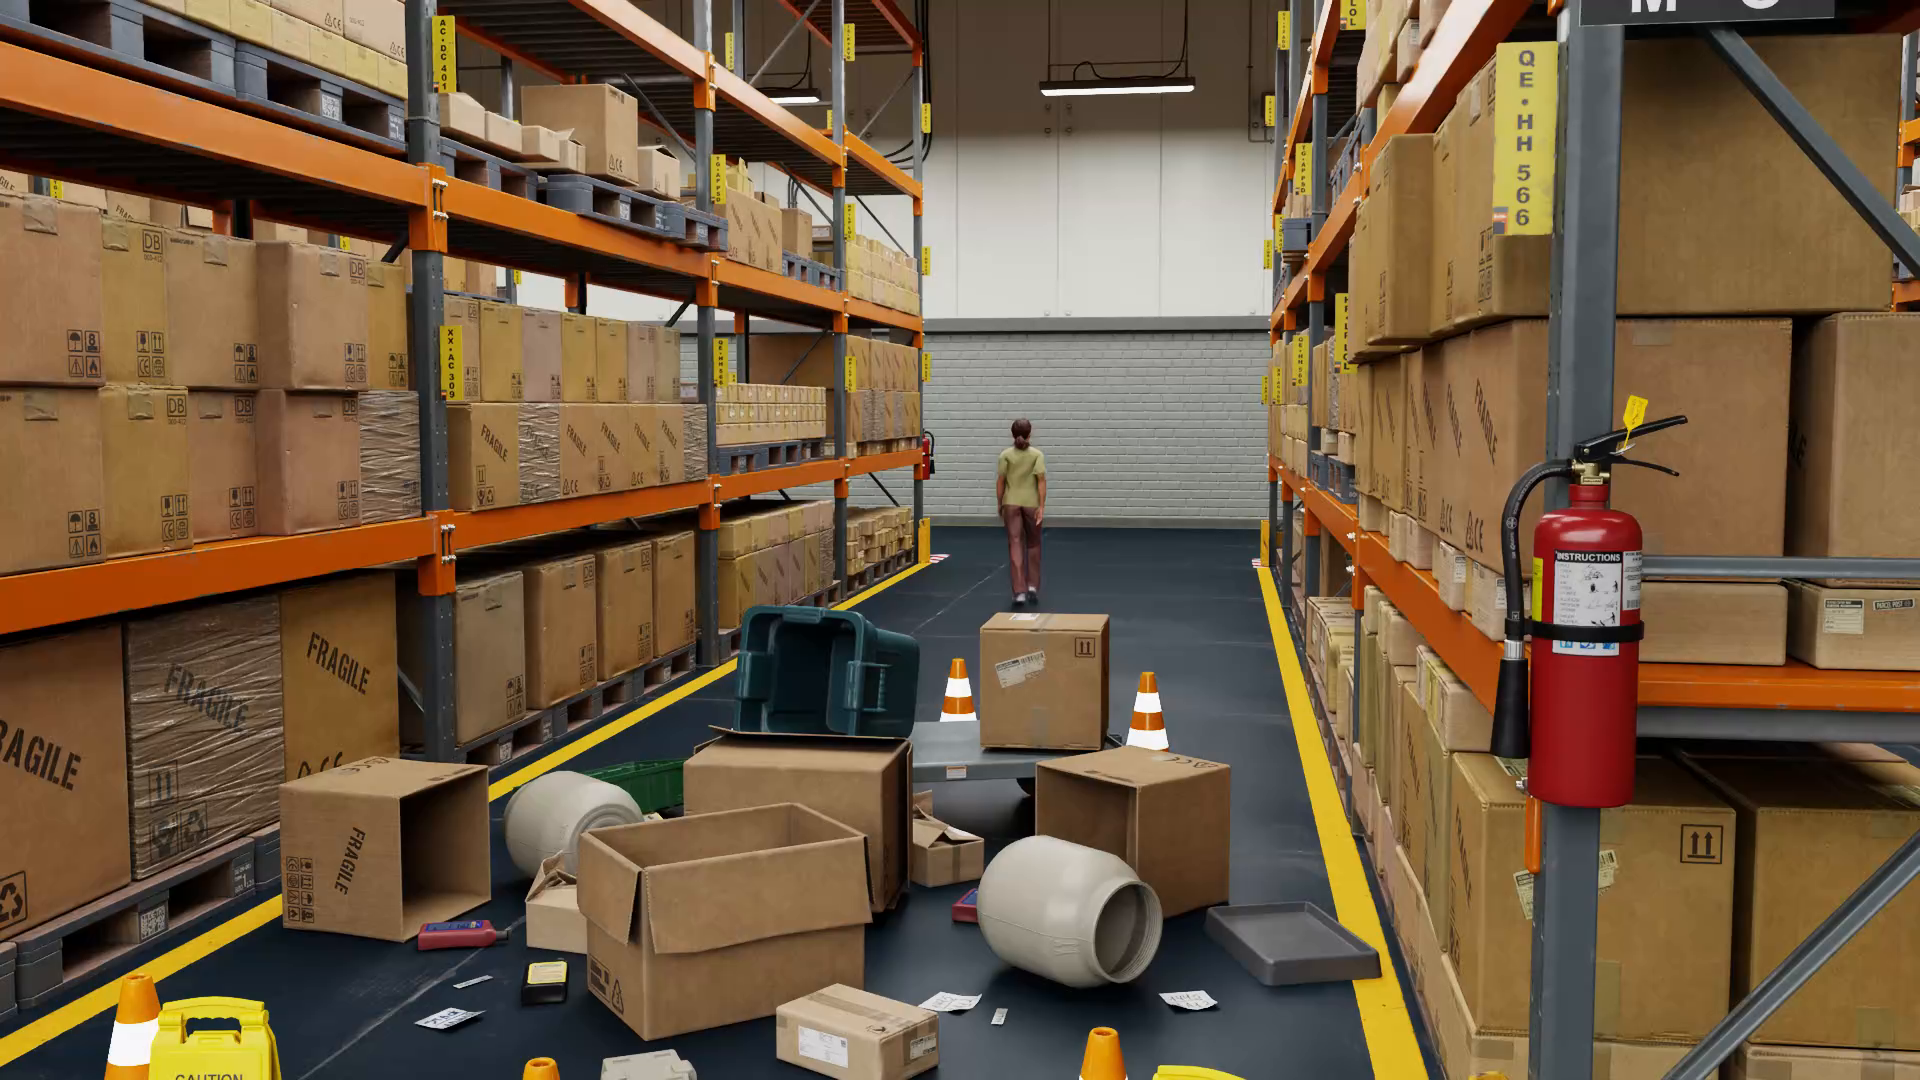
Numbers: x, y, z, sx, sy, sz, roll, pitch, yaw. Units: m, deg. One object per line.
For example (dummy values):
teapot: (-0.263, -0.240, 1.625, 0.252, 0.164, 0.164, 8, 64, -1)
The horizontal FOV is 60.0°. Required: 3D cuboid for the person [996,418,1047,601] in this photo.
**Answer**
person: (0.557, -0.256, 15.196, 0.454, 1.700, 0.703, 0, 5, 0)
